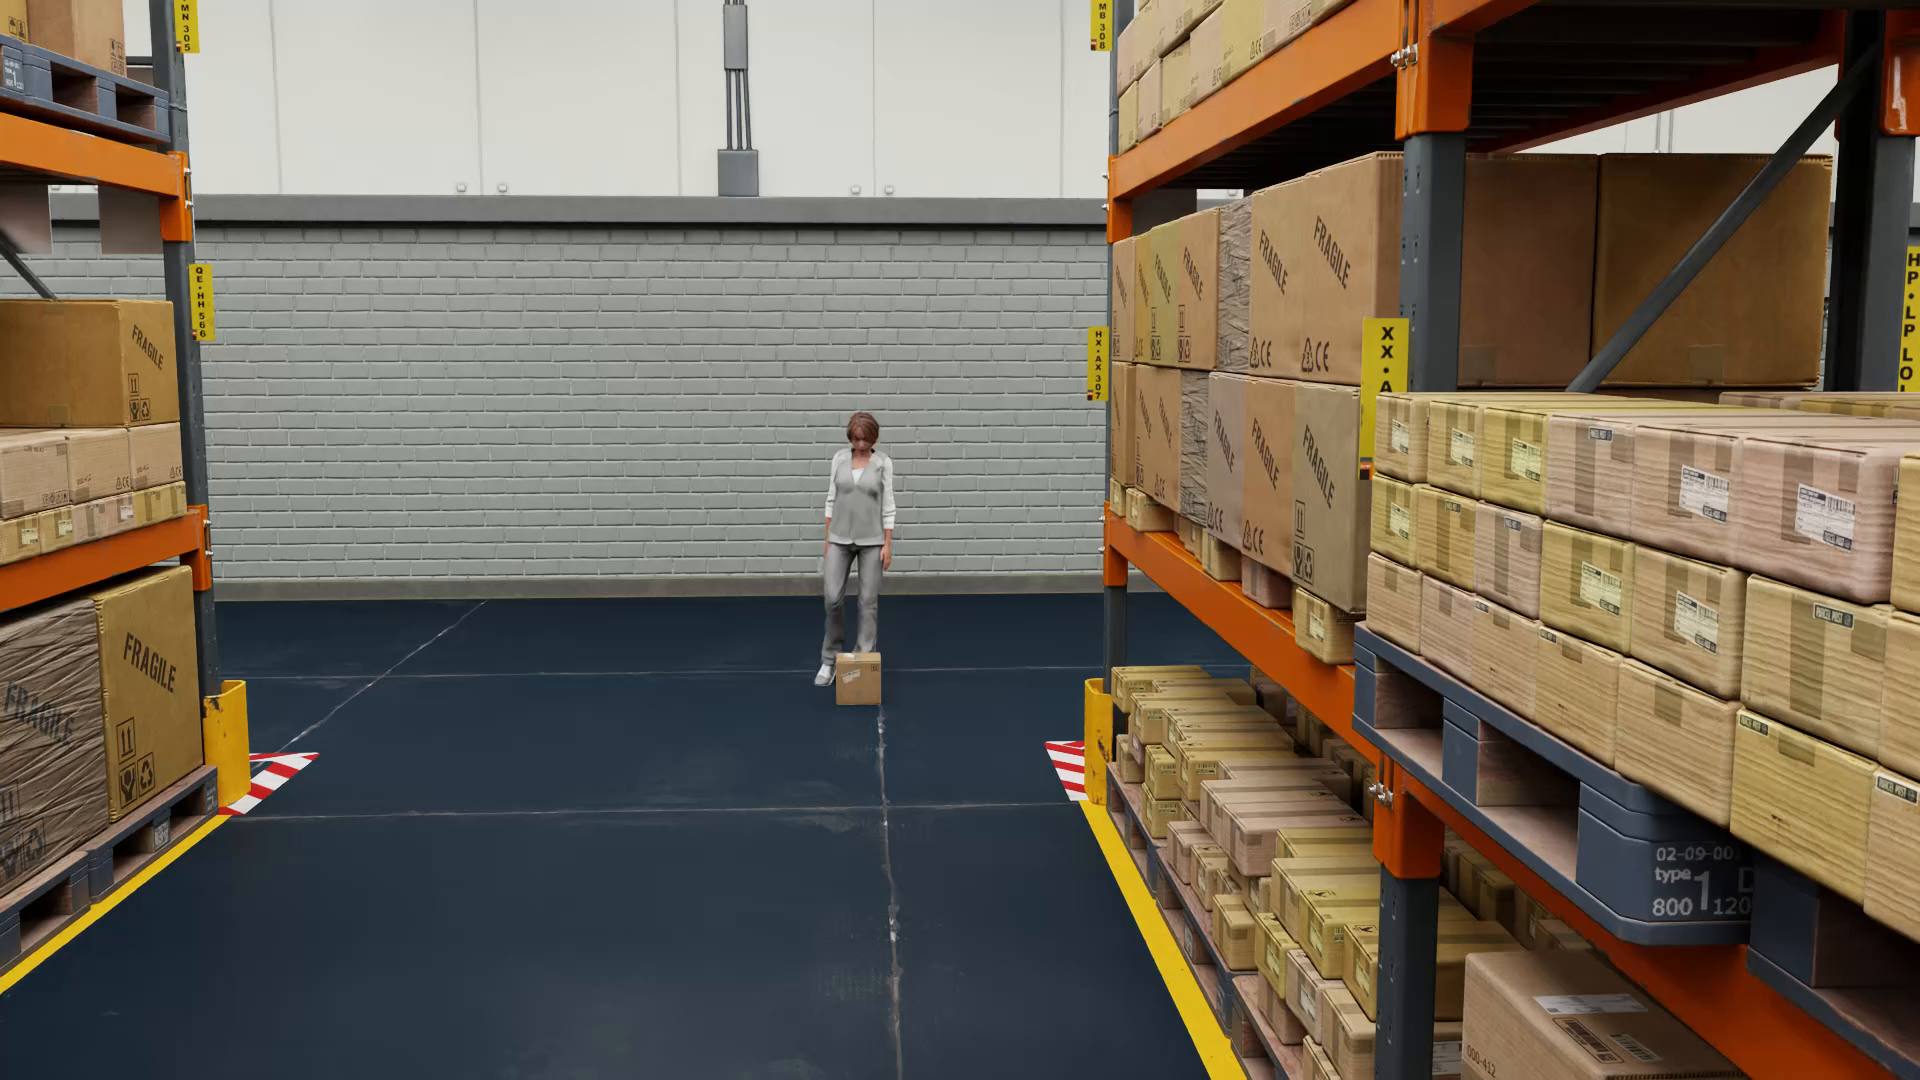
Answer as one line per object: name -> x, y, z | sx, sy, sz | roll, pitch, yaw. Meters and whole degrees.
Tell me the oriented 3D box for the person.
person -> -0.623, 0.066, 9.758 | 0.481, 1.636, 0.413 | 0, 7, 4
